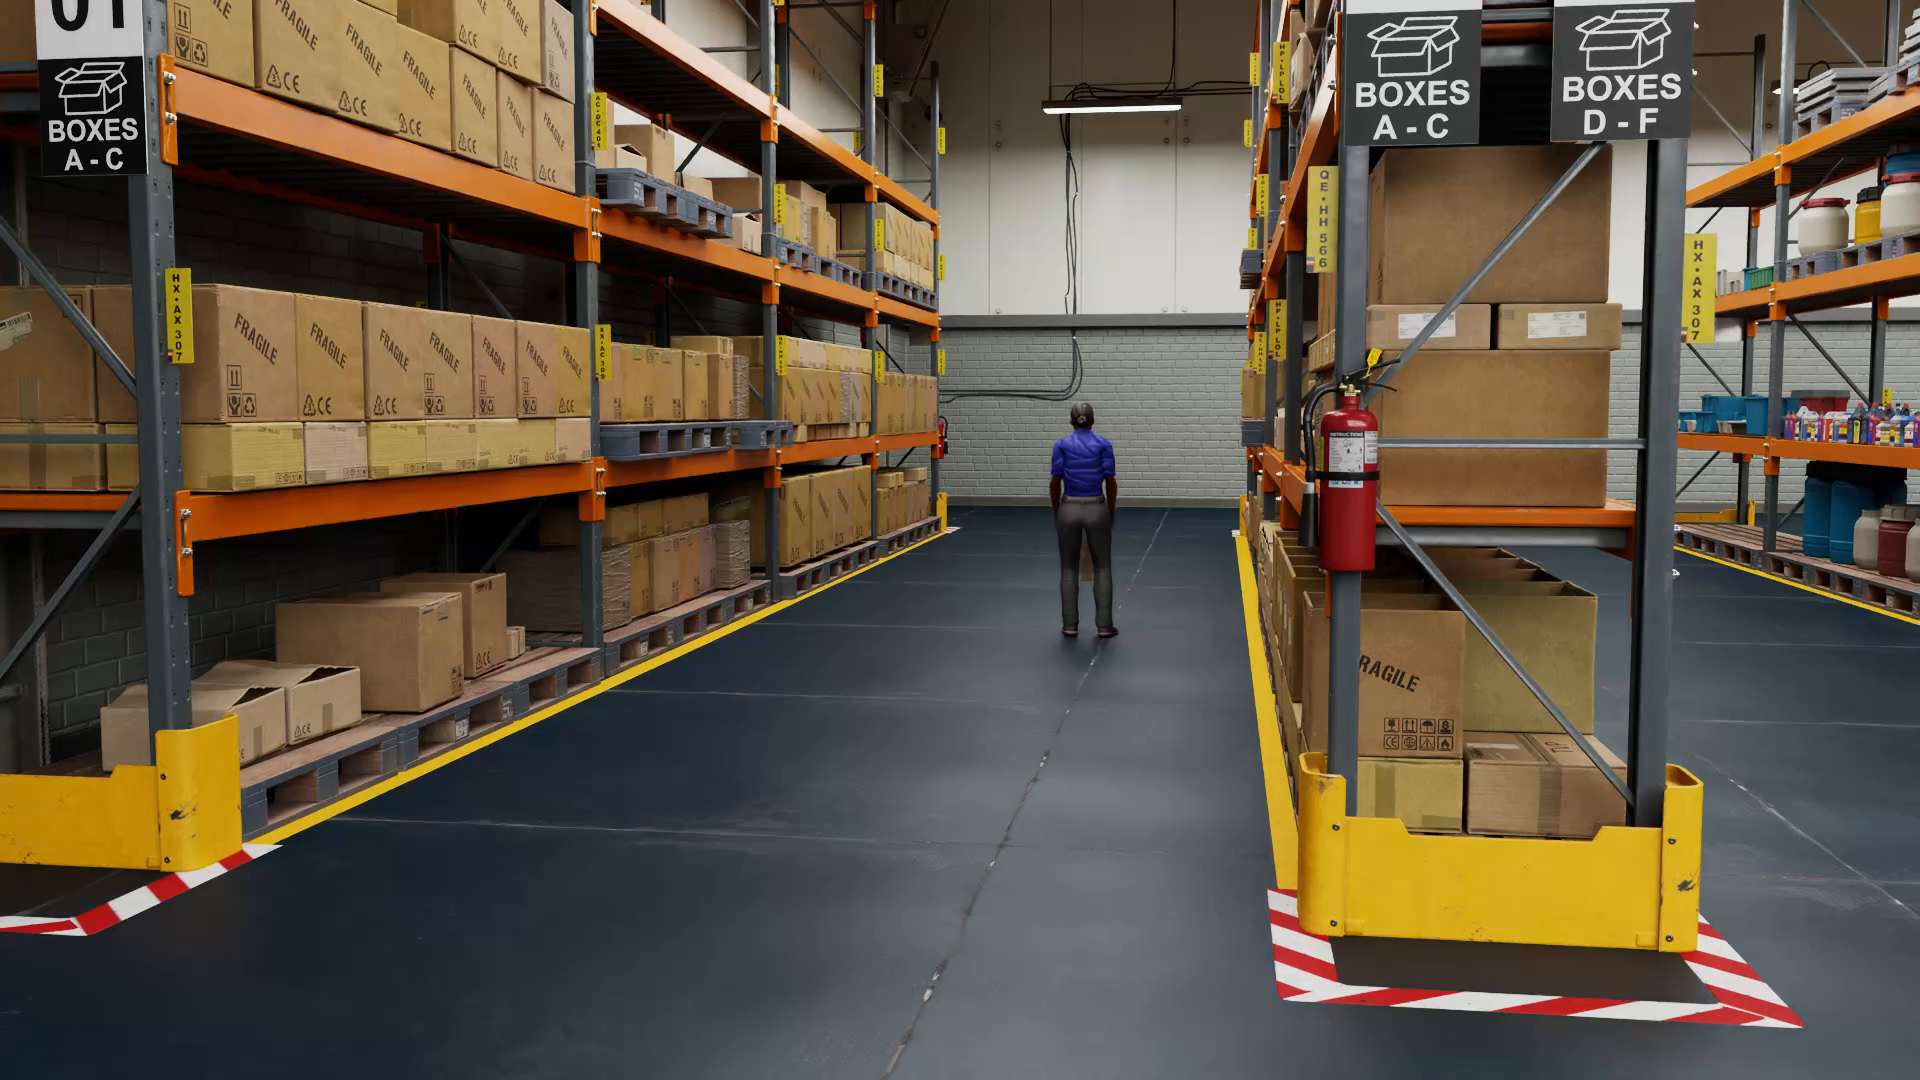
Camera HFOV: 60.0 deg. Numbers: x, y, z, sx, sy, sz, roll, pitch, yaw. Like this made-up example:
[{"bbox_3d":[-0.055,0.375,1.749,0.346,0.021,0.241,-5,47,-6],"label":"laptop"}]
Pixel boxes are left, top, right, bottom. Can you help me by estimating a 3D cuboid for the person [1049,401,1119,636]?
[{"bbox_3d":[0.882,-0.150,11.772,0.494,1.659,0.398,1,5,7],"label":"person"}]
